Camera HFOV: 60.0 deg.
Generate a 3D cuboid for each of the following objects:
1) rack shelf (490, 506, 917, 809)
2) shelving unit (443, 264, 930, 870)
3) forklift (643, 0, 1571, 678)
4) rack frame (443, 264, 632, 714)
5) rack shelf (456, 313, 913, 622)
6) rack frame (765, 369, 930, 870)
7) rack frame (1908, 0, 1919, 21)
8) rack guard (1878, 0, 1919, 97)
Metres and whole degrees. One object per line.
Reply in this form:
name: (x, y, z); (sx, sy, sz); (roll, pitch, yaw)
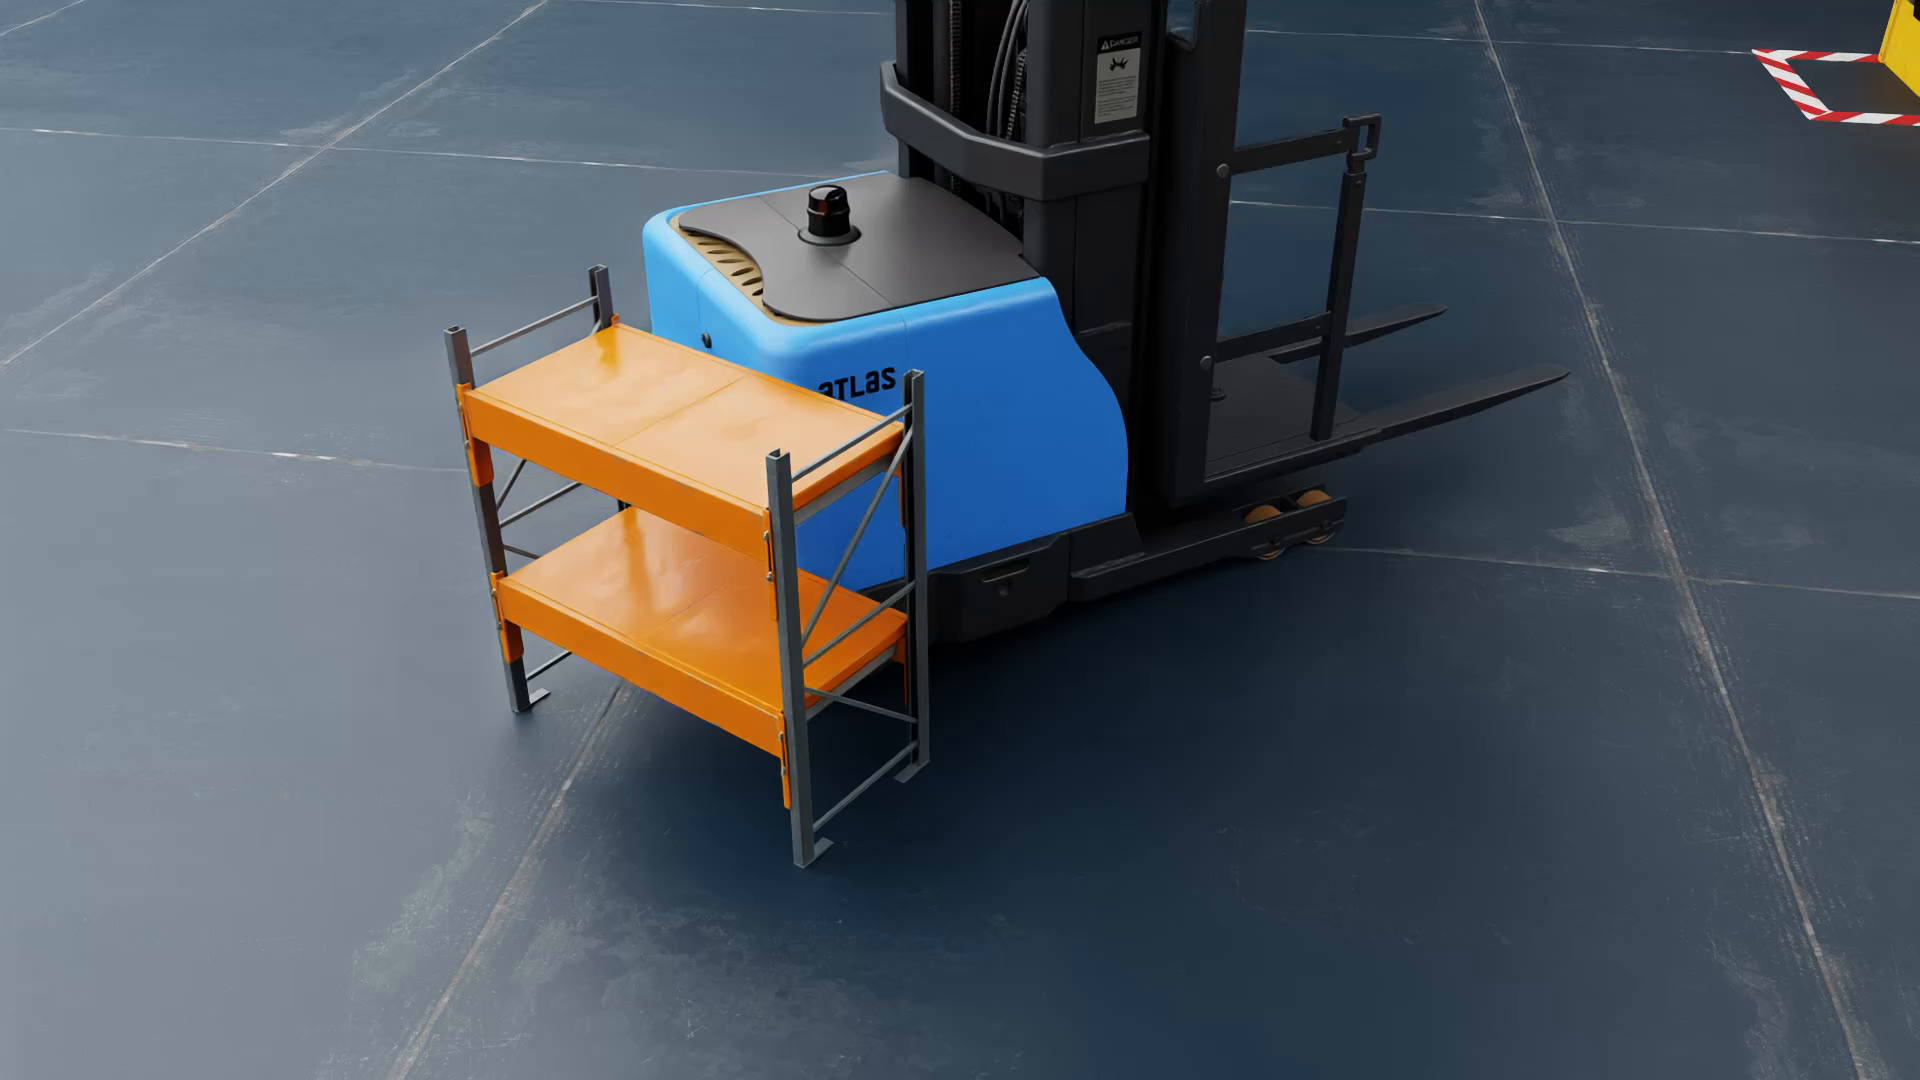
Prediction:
rack shelf: (-0.649, 0.249, 4.253); (1.000, 0.278, 0.538); (21, 38, 30)
shelving unit: (-0.649, 0.042, 4.123); (1.048, 1.125, 0.538); (21, 38, 30)
forklift: (0.630, -1.410, 4.741); (3.031, 2.935, 1.130); (-16, 35, -24)
rack frame: (-1.058, -0.118, 4.378); (0.032, 1.125, 0.500); (21, 38, 30)
rack shelf: (-0.649, -0.206, 3.968); (1.000, 0.278, 0.538); (21, 38, 30)
rack frame: (-0.240, 0.202, 3.867); (0.032, 1.125, 0.500); (21, 38, 30)
rack frame: (5.381, -3.782, 8.466); (0.127, 3.000, 1.000); (5, 32, 8)
rack guard: (5.464, -2.741, 9.157); (0.348, 0.500, 1.175); (5, 32, 8)
